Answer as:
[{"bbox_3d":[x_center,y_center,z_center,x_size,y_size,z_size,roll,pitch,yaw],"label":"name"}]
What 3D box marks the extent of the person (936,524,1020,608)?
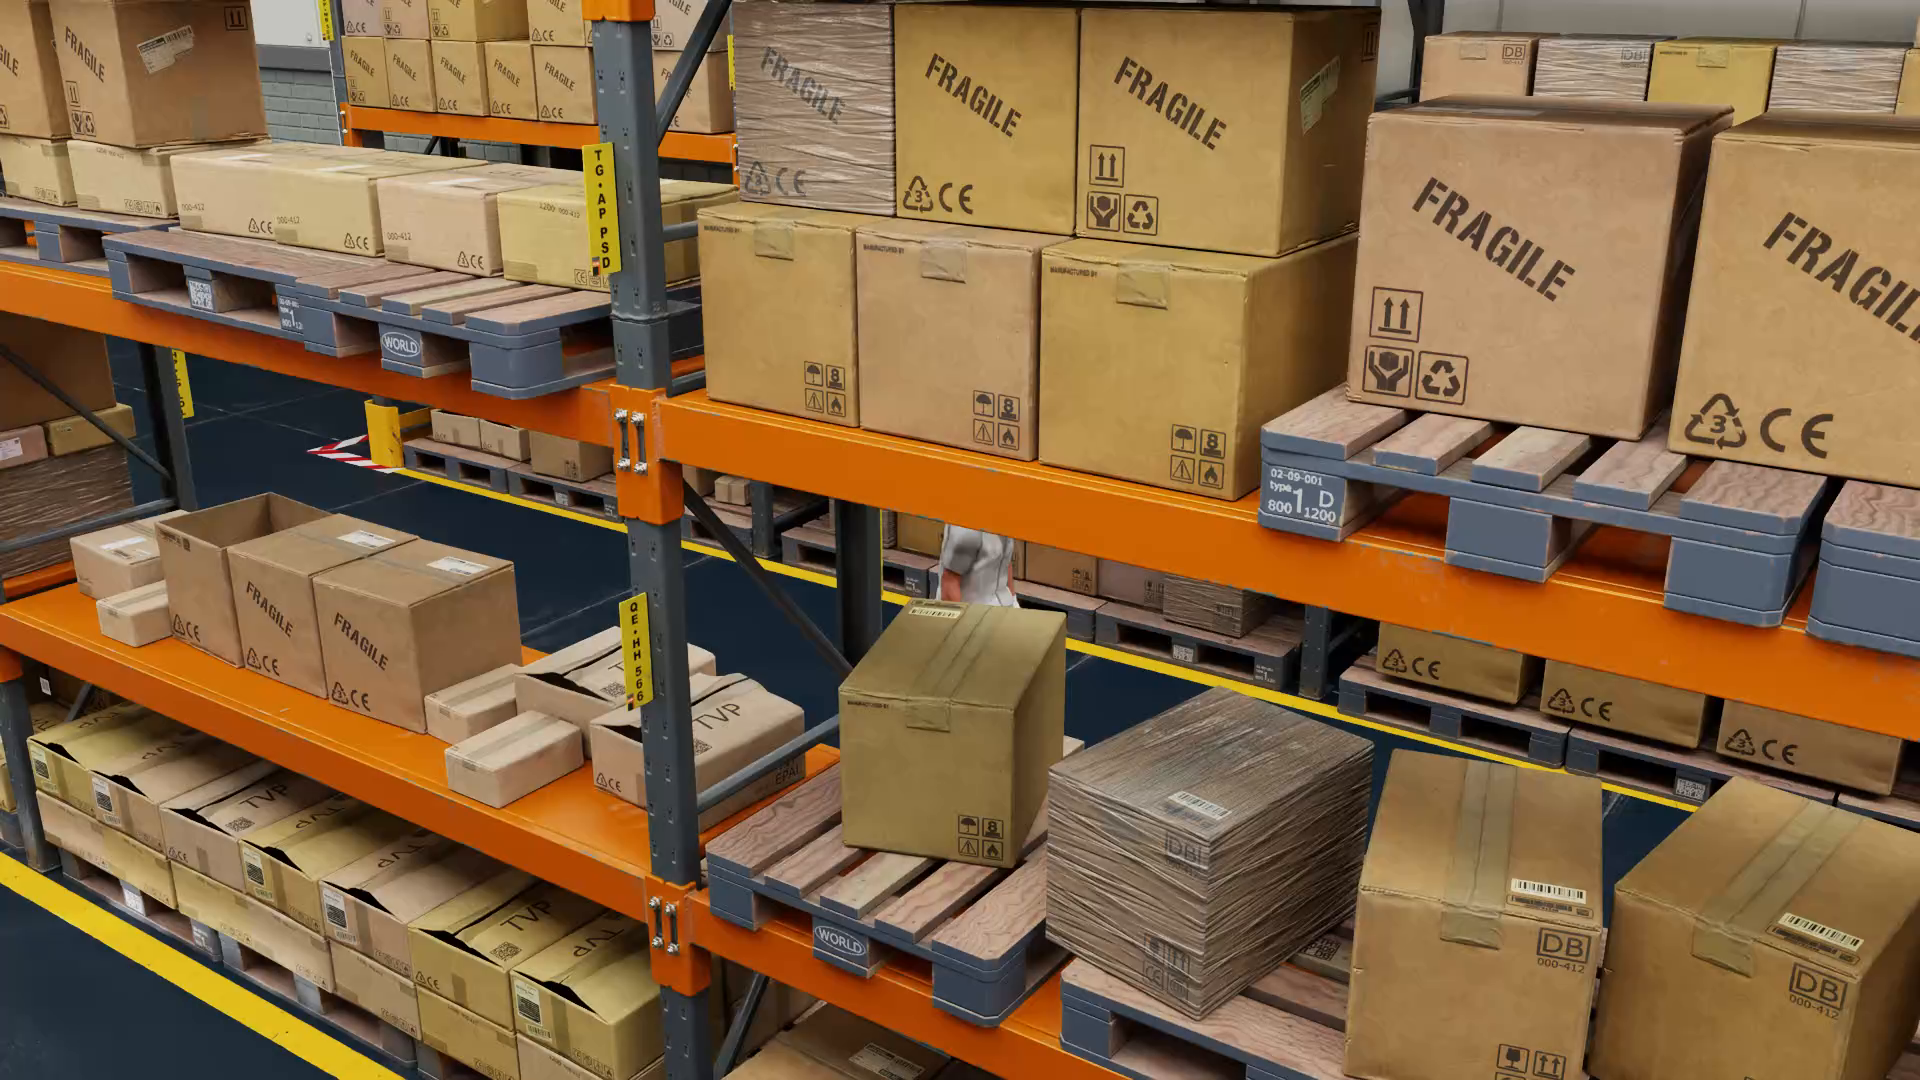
[{"bbox_3d":[0.126,0.395,7.944,0.452,1.777,0.610,11,23,29],"label":"person"}]
